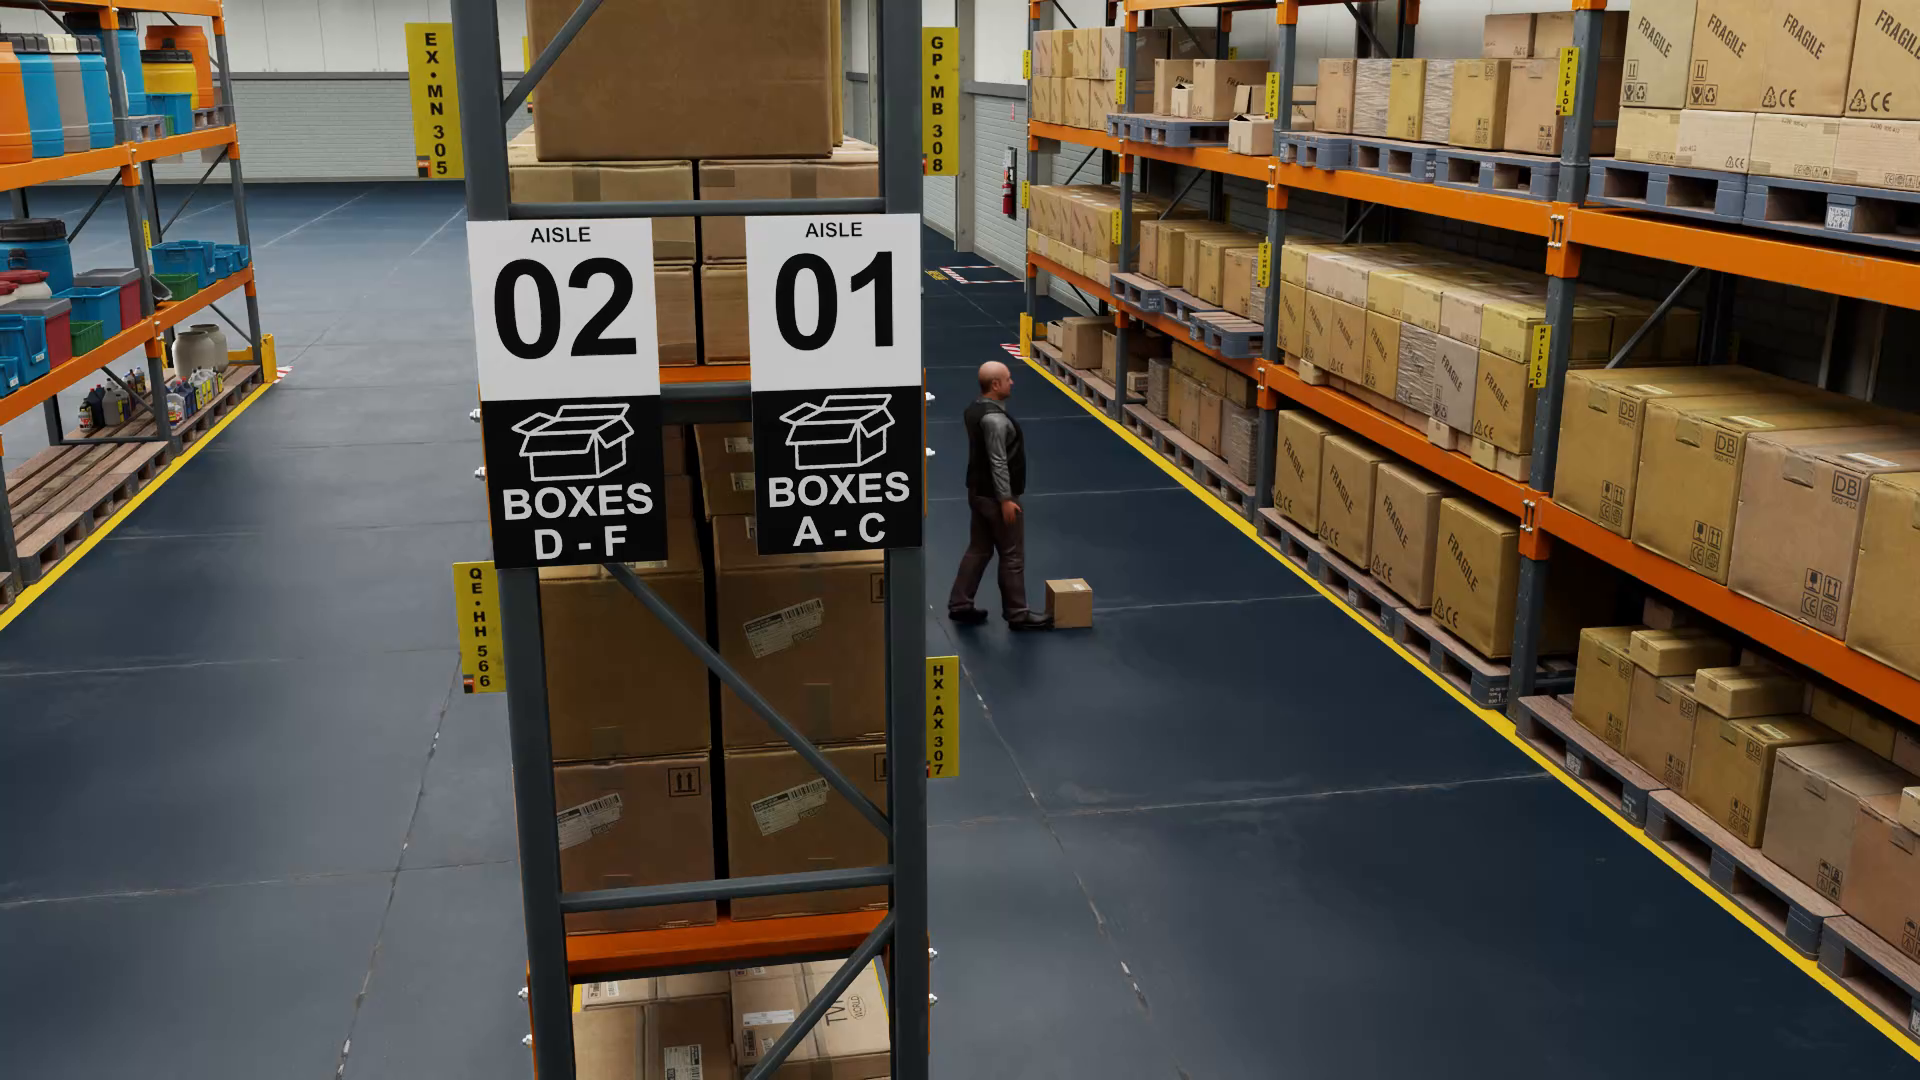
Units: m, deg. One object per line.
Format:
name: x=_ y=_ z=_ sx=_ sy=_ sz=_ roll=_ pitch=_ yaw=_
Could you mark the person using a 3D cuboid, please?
person: x=0.259 y=-0.277 z=10.506 sx=0.652 sy=1.723 sz=0.555 roll=-5 pitch=17 yaw=-15
